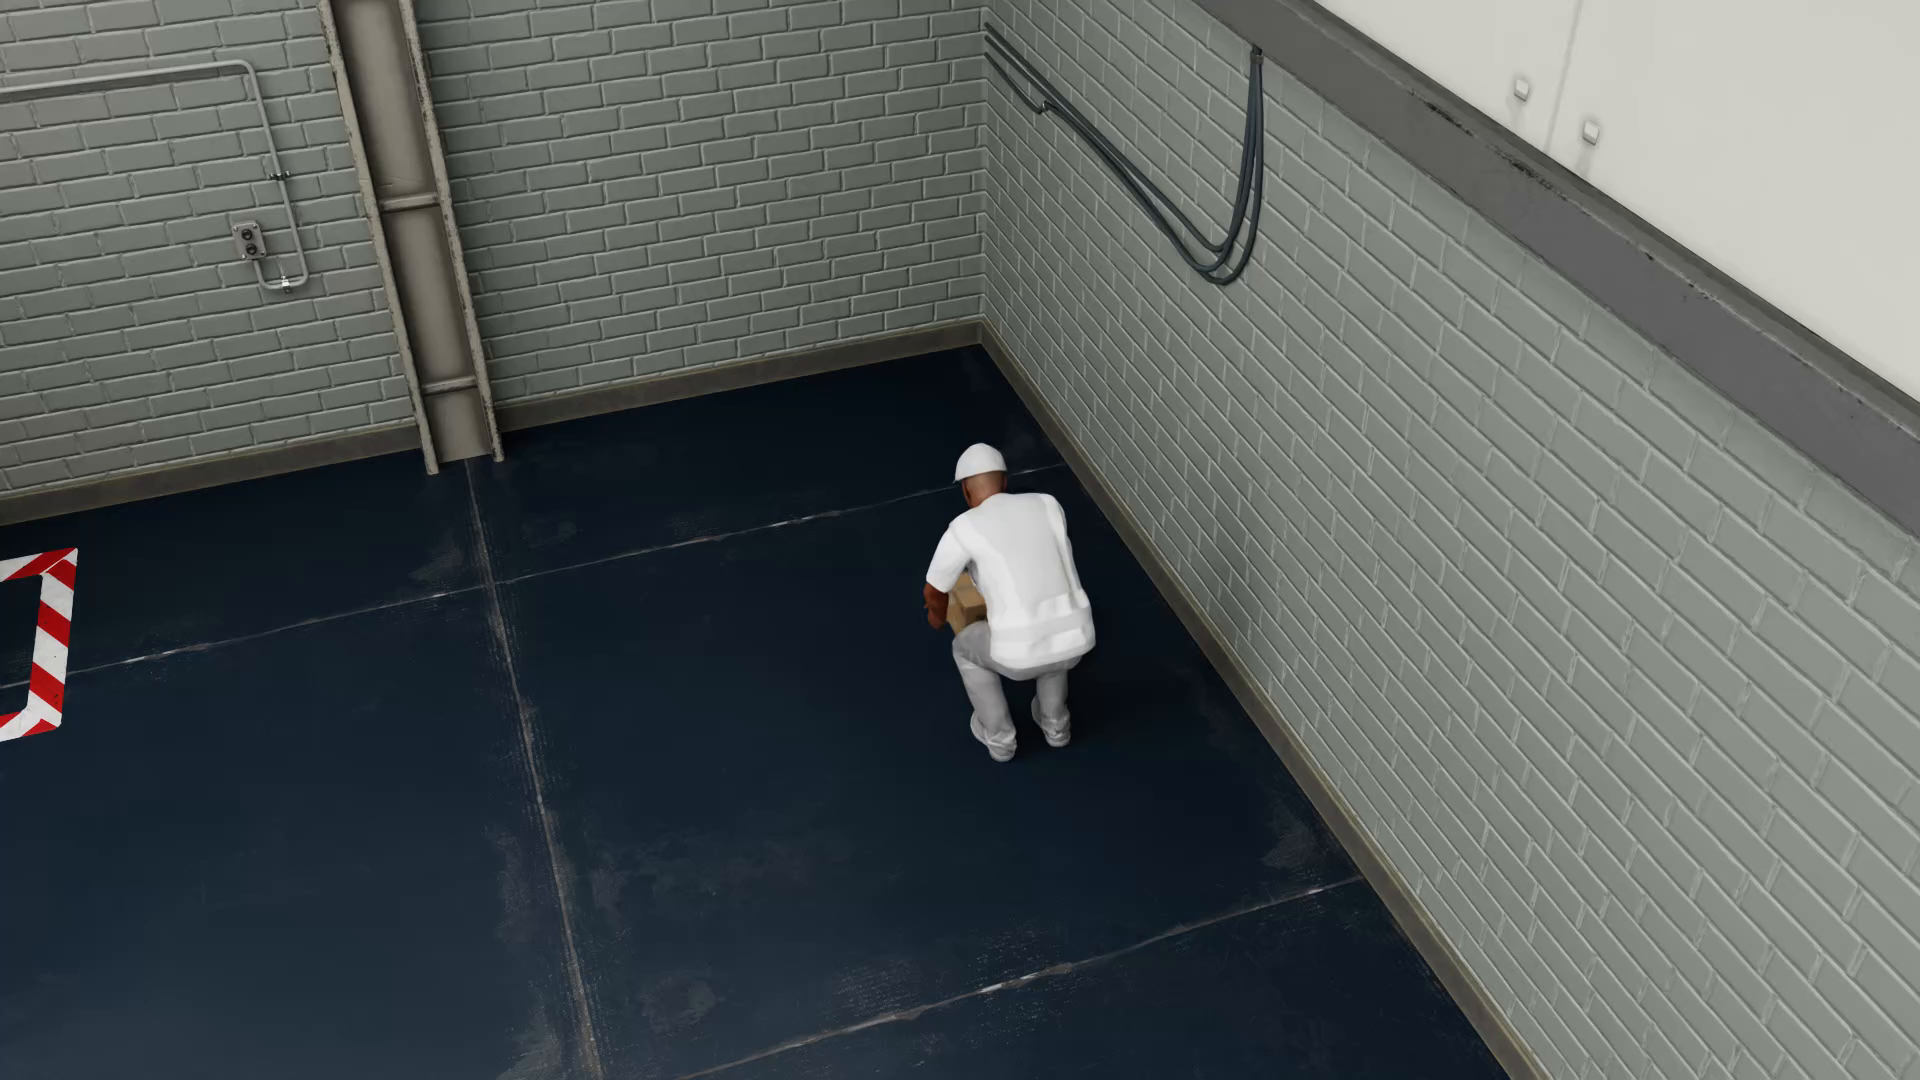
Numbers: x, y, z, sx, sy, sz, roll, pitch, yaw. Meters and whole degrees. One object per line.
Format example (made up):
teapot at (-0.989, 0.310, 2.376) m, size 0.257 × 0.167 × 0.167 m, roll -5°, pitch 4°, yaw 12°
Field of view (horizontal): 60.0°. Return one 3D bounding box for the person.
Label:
person at (0.195, 0.293, 6.803) m, size 0.626 × 1.257 × 0.823 m, roll -13°, pitch 39°, yaw -16°
